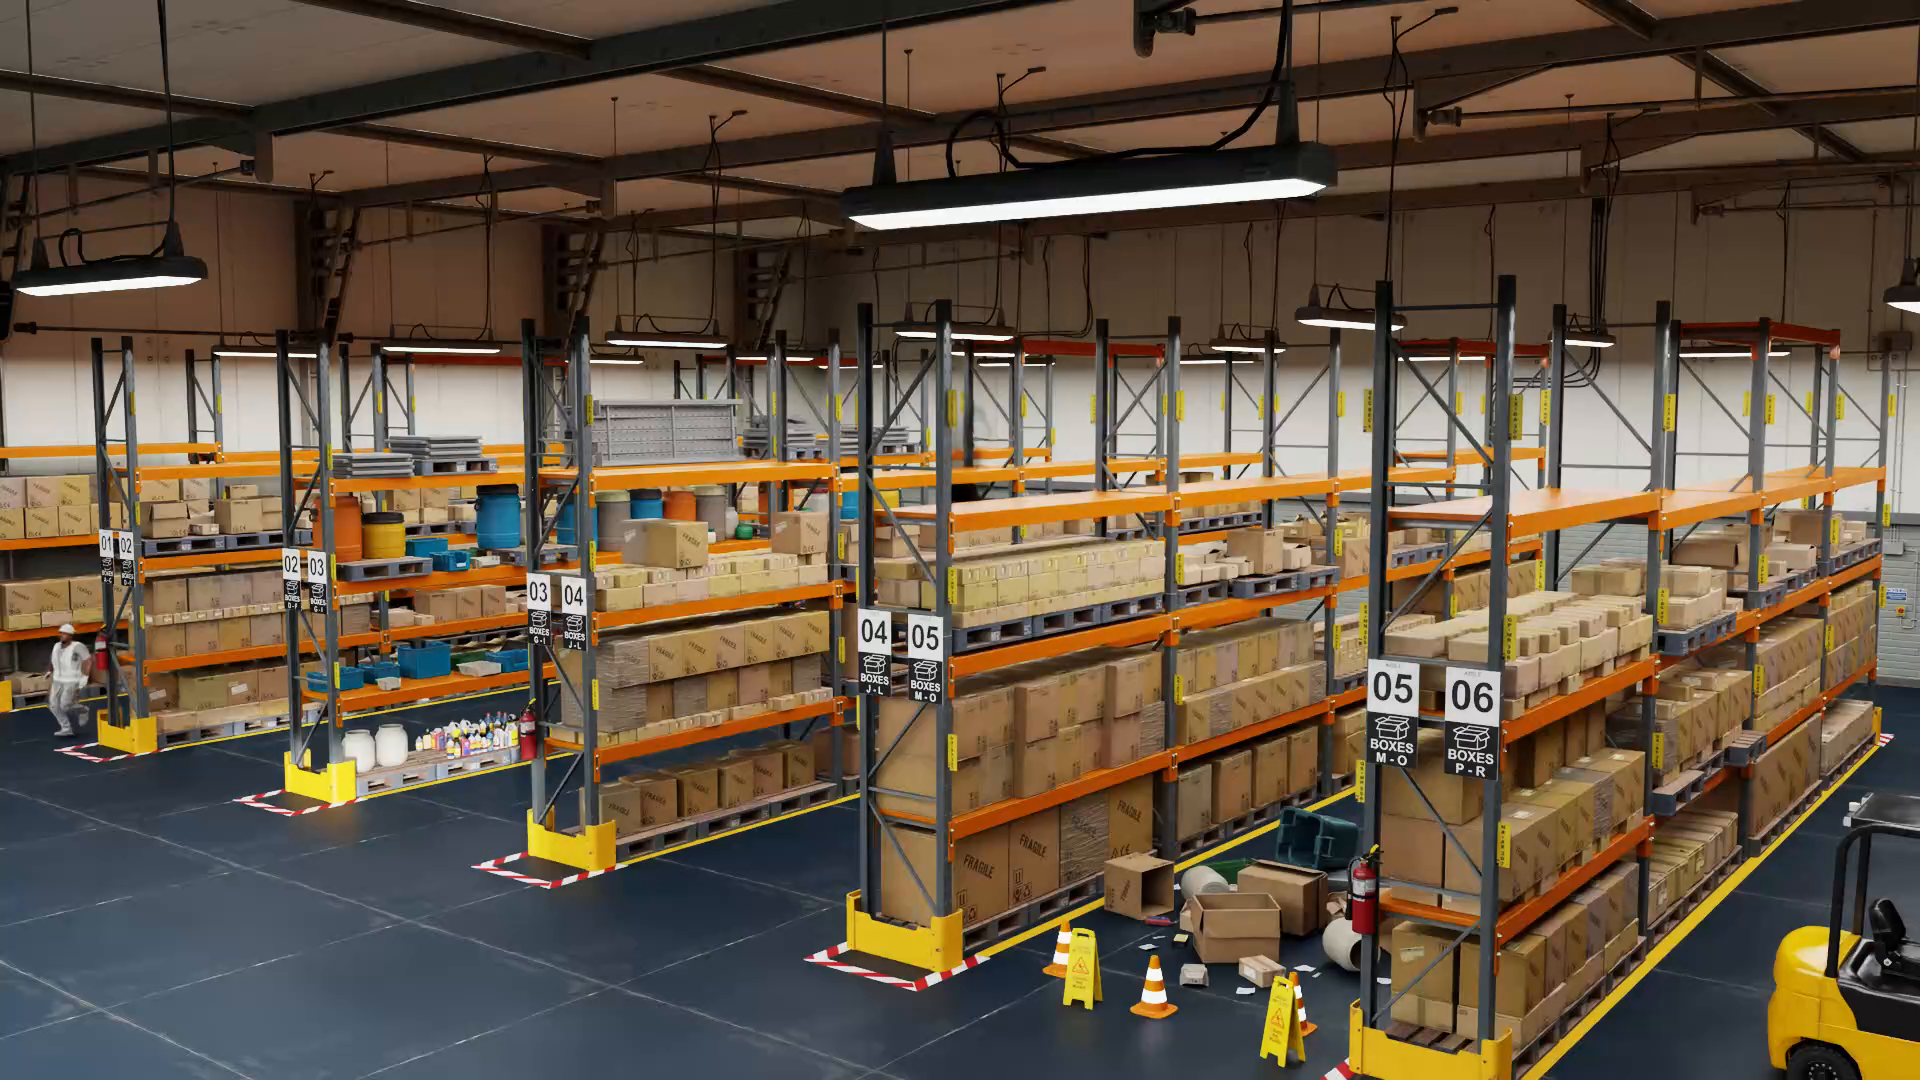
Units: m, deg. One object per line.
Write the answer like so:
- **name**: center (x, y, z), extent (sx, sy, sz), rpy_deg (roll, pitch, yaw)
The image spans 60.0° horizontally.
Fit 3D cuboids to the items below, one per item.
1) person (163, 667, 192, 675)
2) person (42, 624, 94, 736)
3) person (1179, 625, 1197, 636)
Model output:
- **person**: center (-12.520, 2.031, 26.631), extent (0.542, 1.693, 0.716), rpy_deg (2, 6, 26)
- **person**: center (-13.474, 2.117, 25.156), extent (0.728, 1.709, 0.592), rpy_deg (1, 5, 16)
- **person**: center (3.300, 1.907, 24.210), extent (0.692, 1.743, 0.553), rpy_deg (3, 6, 35)
